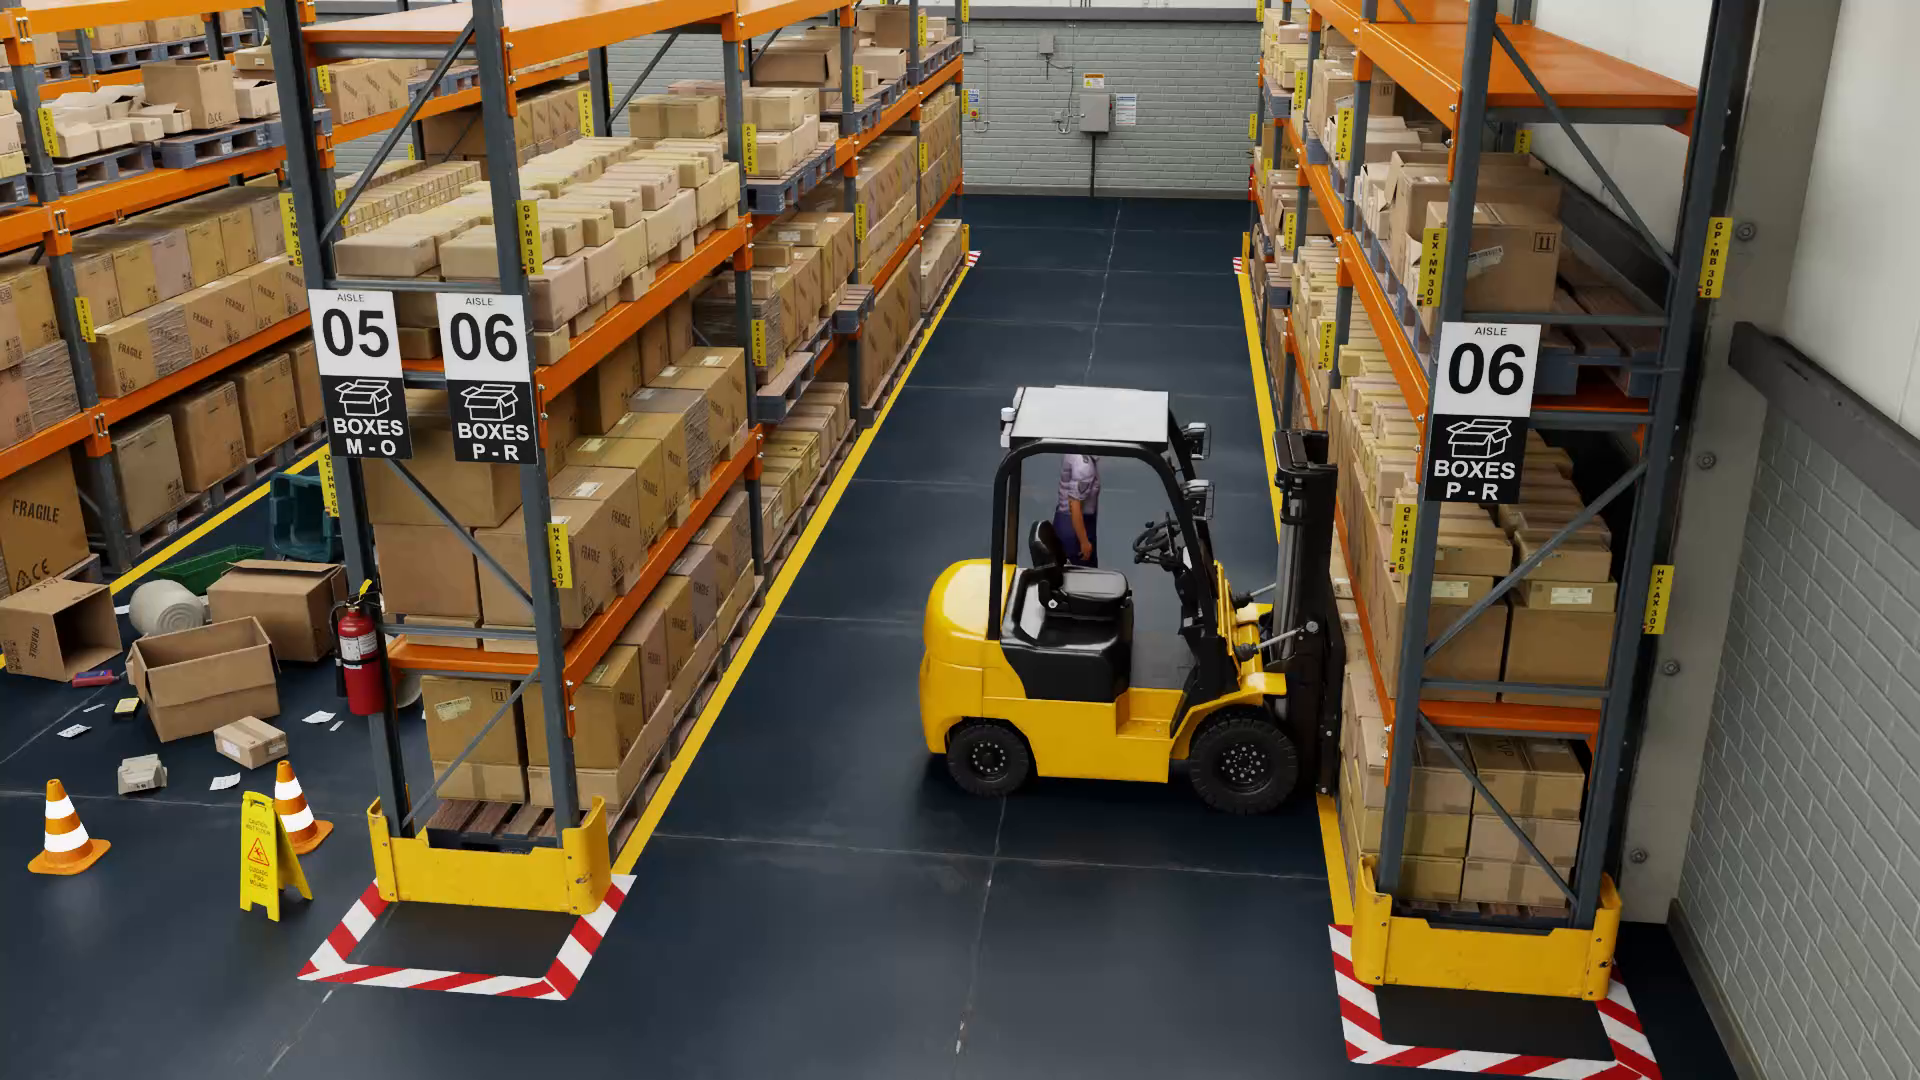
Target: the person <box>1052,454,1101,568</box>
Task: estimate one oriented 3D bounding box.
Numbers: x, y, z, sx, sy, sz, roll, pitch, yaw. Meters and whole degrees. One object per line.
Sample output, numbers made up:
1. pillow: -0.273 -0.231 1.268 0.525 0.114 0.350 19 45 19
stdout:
1. person: 0.808 -0.047 11.216 0.376 1.651 0.561 1 21 3
